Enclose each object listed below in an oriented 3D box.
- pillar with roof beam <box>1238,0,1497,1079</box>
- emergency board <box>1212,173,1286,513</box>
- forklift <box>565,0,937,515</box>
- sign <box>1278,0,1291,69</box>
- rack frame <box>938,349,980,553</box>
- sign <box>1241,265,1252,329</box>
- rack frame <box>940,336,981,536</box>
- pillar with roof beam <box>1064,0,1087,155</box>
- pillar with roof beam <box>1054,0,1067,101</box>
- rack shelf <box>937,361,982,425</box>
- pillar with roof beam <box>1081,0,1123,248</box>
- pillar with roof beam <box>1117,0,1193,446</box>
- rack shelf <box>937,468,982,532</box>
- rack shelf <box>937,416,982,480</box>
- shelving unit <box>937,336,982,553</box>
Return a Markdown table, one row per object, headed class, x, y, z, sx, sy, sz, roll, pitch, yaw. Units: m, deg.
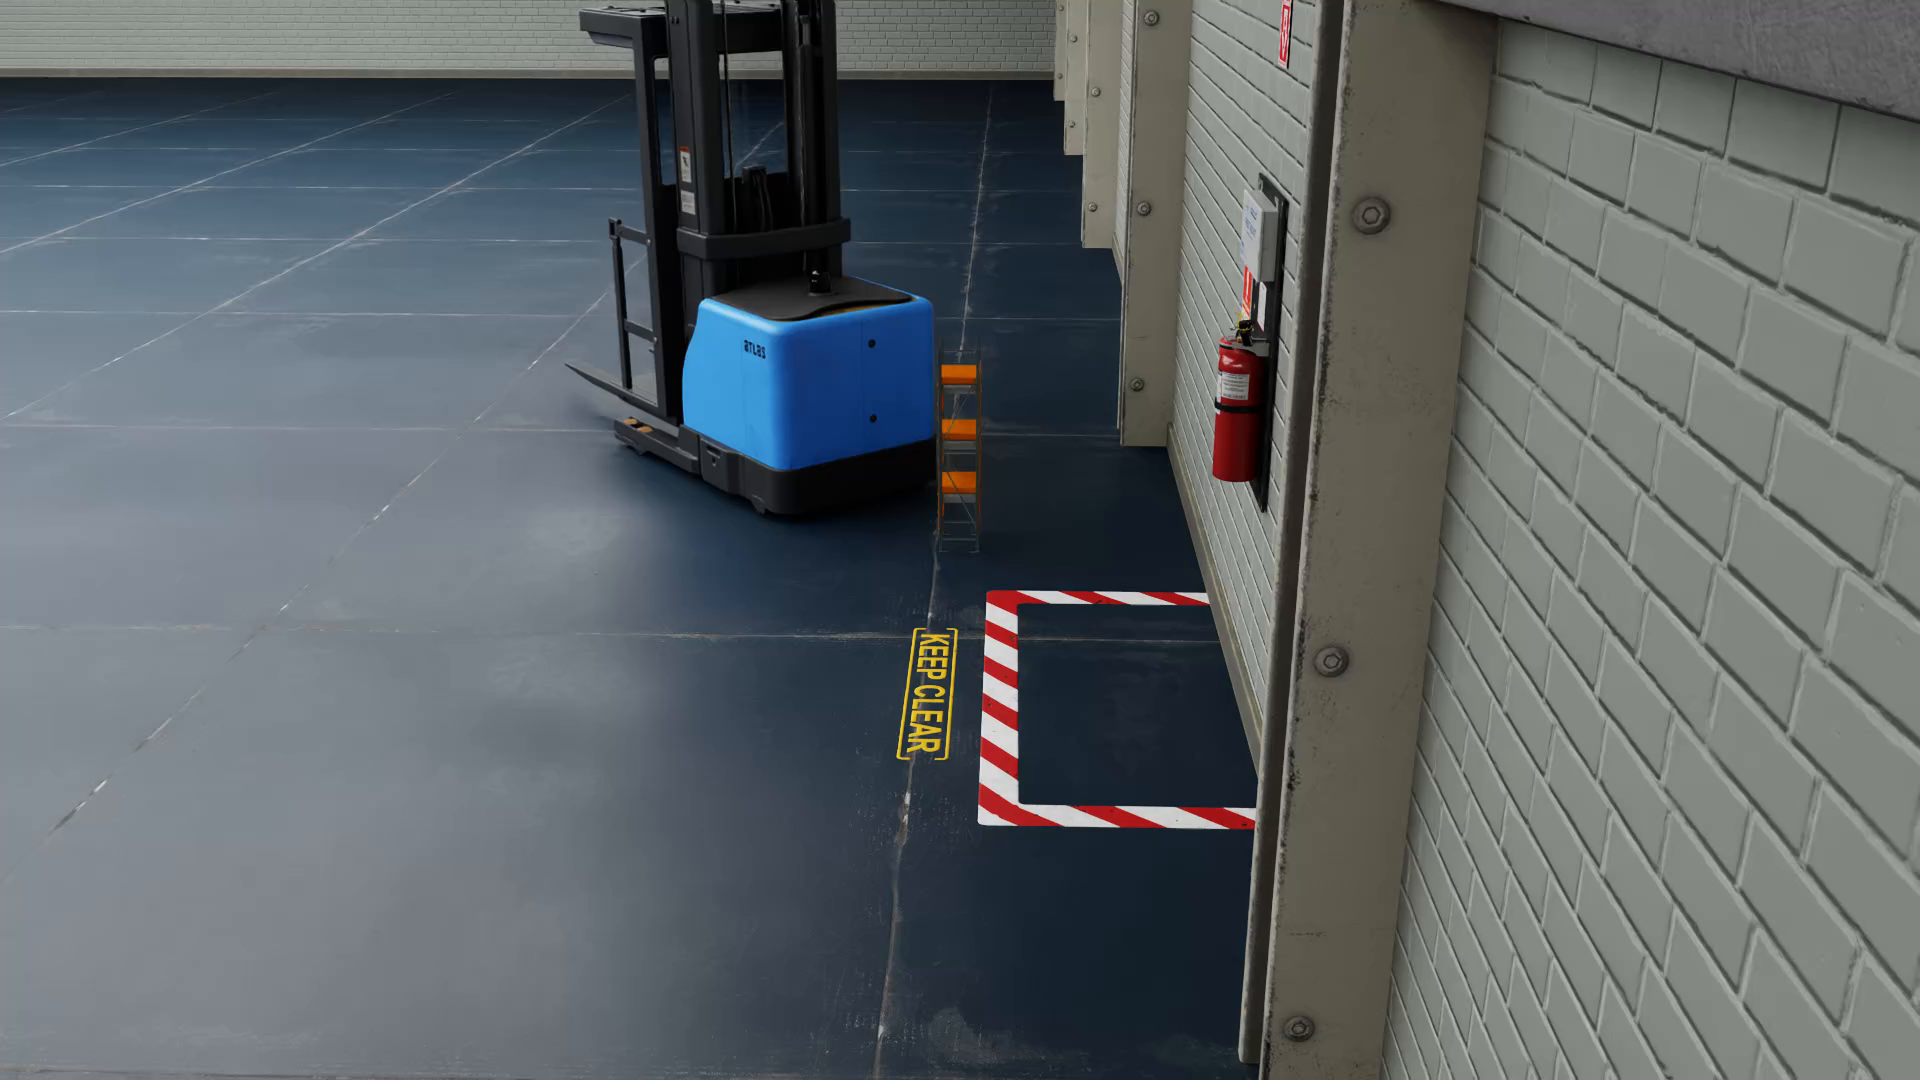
| class | x | y | z | sx | sy | sz | roll | pitch | yaw |
| --- | --- | --- | --- | --- | --- | --- | --- | --- | --- |
| pillar with roof beam | -3.358 | -2.709 | 3.070 | 9.100 | 9.000 | 0.400 | 1 | 21 | 2 |
| emergency board | 1.058 | -0.758 | 6.335 | 0.194 | 1.169 | 0.643 | 1 | 21 | 2 |
| forklift | -1.418 | -1.966 | 9.544 | 1.130 | 2.935 | 3.031 | -15 | 26 | -34 |
| sign | 1.158 | -1.840 | 5.921 | 0.001 | 0.298 | 0.199 | 1 | 21 | 2 |
| rack frame | -0.005 | -0.426 | 8.175 | 0.200 | 1.050 | 0.008 | 1 | 21 | 2 |
| sign | 1.178 | -0.973 | 6.841 | 0.001 | 0.329 | 0.234 | 1 | 21 | 2 |
| rack frame | 0.002 | -0.514 | 8.403 | 0.200 | 1.050 | 0.008 | 1 | 21 | 2 |
| pillar with roof beam | -2.810 | -9.217 | 19.844 | 9.100 | 9.000 | 0.400 | 1 | 21 | 2 |
| pillar with roof beam | -2.628 | -11.386 | 25.435 | 9.100 | 9.000 | 0.400 | 1 | 21 | 2 |
| rack shelf | -0.002 | -0.725 | 8.190 | 0.215 | 0.259 | 0.240 | 1 | 21 | 2 |
| pillar with roof beam | -2.993 | -7.048 | 14.253 | 9.100 | 9.000 | 0.400 | 1 | 21 | 2 |
| pillar with roof beam | -3.175 | -4.878 | 8.661 | 9.100 | 9.000 | 0.400 | 1 | 21 | 2 |
| rack shelf | -0.002 | -0.201 | 8.394 | 0.215 | 0.259 | 0.240 | 1 | 21 | 2 |
| rack shelf | -0.002 | -0.460 | 8.293 | 0.215 | 0.259 | 0.240 | 1 | 21 | 2 |
| shelving unit | -0.002 | -0.470 | 8.289 | 0.215 | 1.050 | 0.252 | 1 | 21 | 2 |
